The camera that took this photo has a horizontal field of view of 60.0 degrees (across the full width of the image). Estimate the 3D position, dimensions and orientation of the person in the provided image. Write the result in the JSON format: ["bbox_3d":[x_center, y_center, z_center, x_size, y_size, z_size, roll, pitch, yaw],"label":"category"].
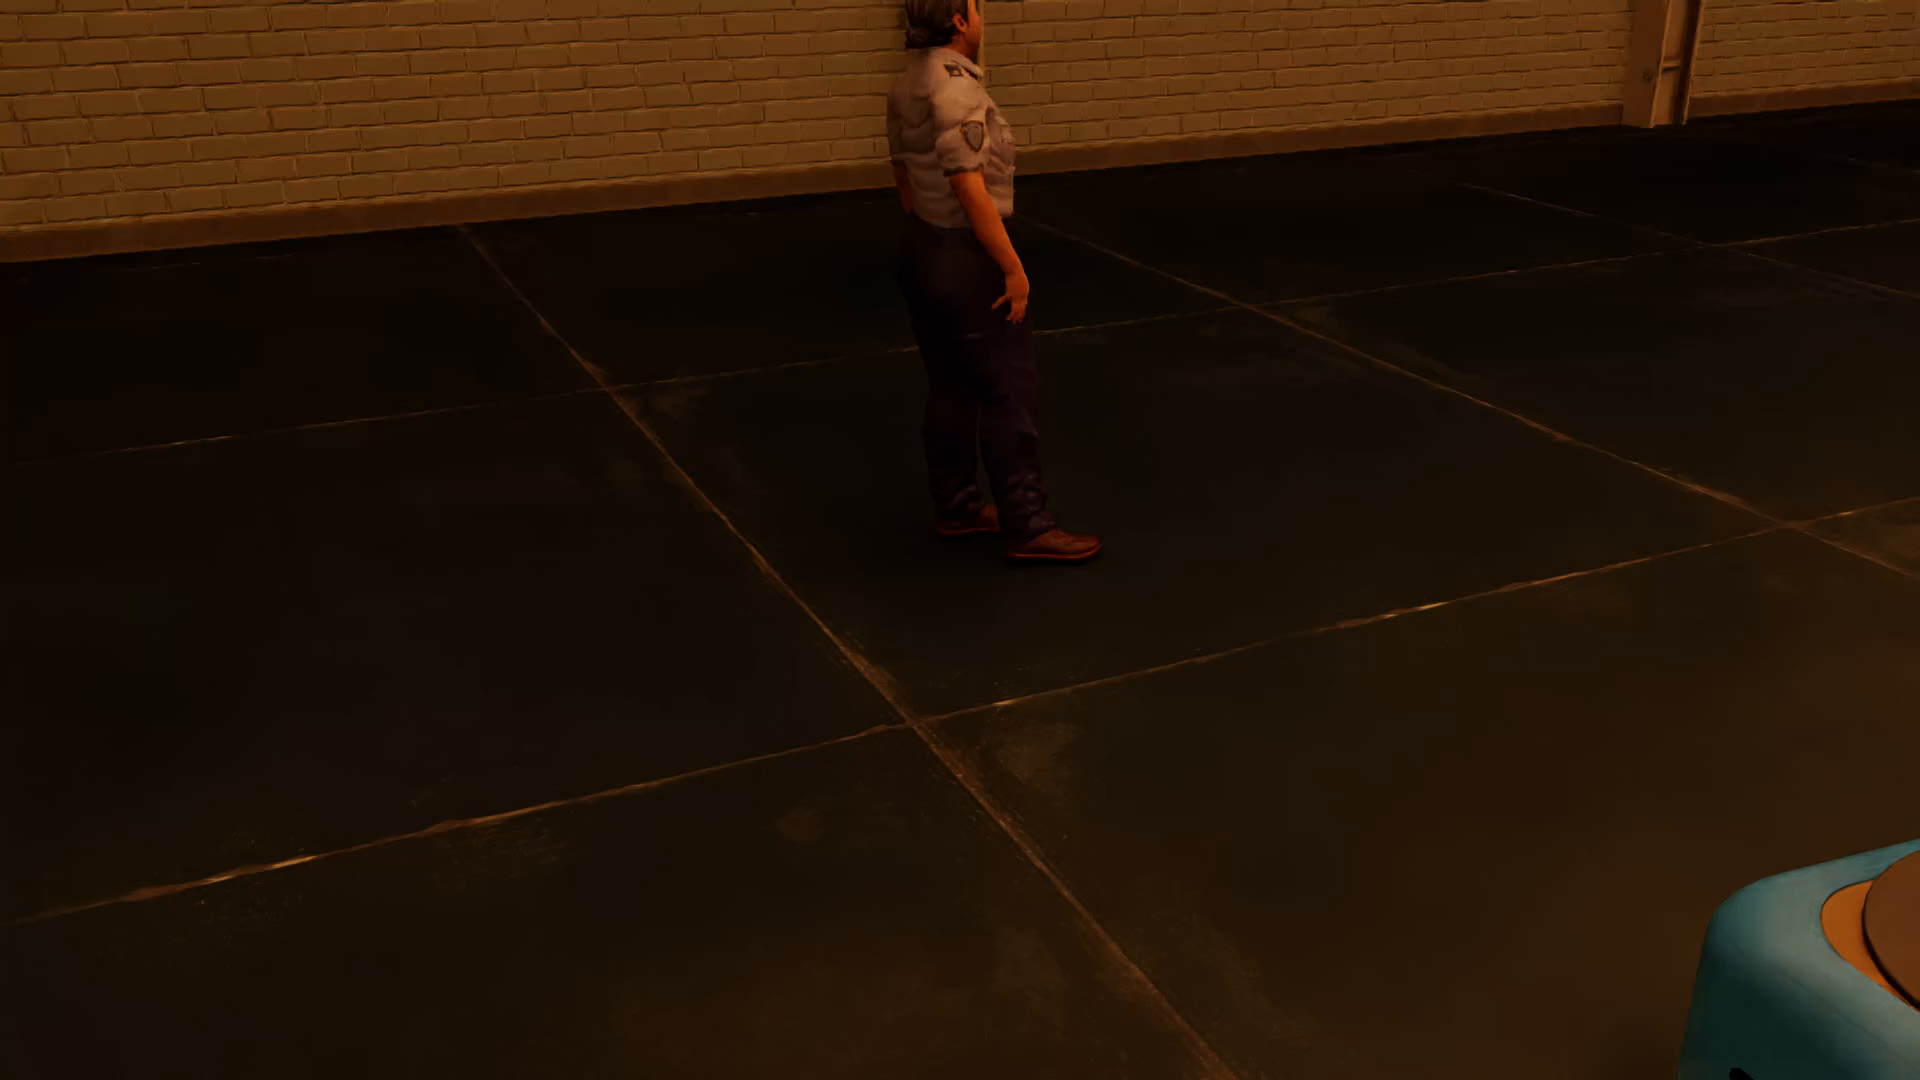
[{"bbox_3d":[0.091,-0.774,4.804,0.502,1.650,0.599,-10,25,-23],"label":"person"}]
